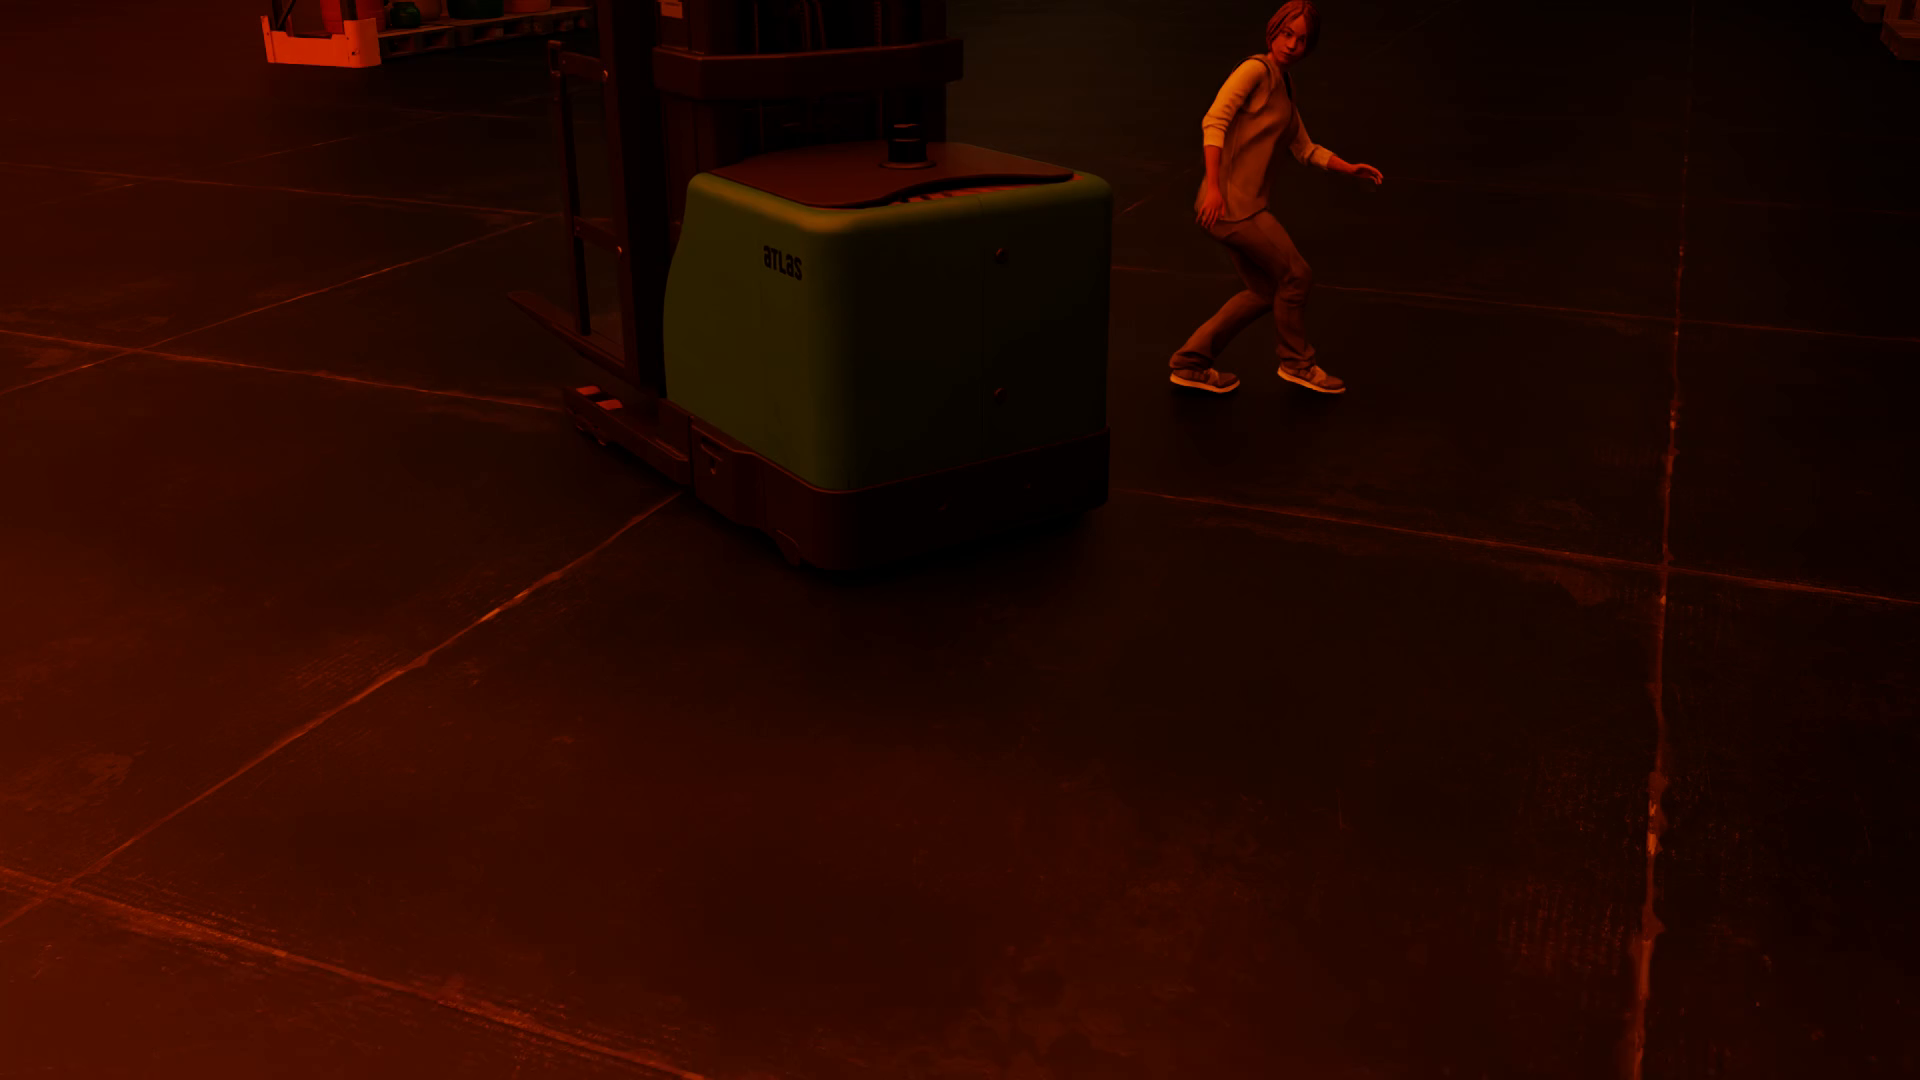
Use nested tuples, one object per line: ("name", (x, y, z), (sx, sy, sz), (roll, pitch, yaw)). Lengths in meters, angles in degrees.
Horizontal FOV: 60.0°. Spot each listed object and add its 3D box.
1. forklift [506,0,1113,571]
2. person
("forklift", (-0.781, -1.777, 5.544), (1.130, 2.935, 3.031), (-15, 27, -31))
("person", (1.169, -1.205, 6.109), (0.744, 1.466, 0.656), (3, 23, 8))
